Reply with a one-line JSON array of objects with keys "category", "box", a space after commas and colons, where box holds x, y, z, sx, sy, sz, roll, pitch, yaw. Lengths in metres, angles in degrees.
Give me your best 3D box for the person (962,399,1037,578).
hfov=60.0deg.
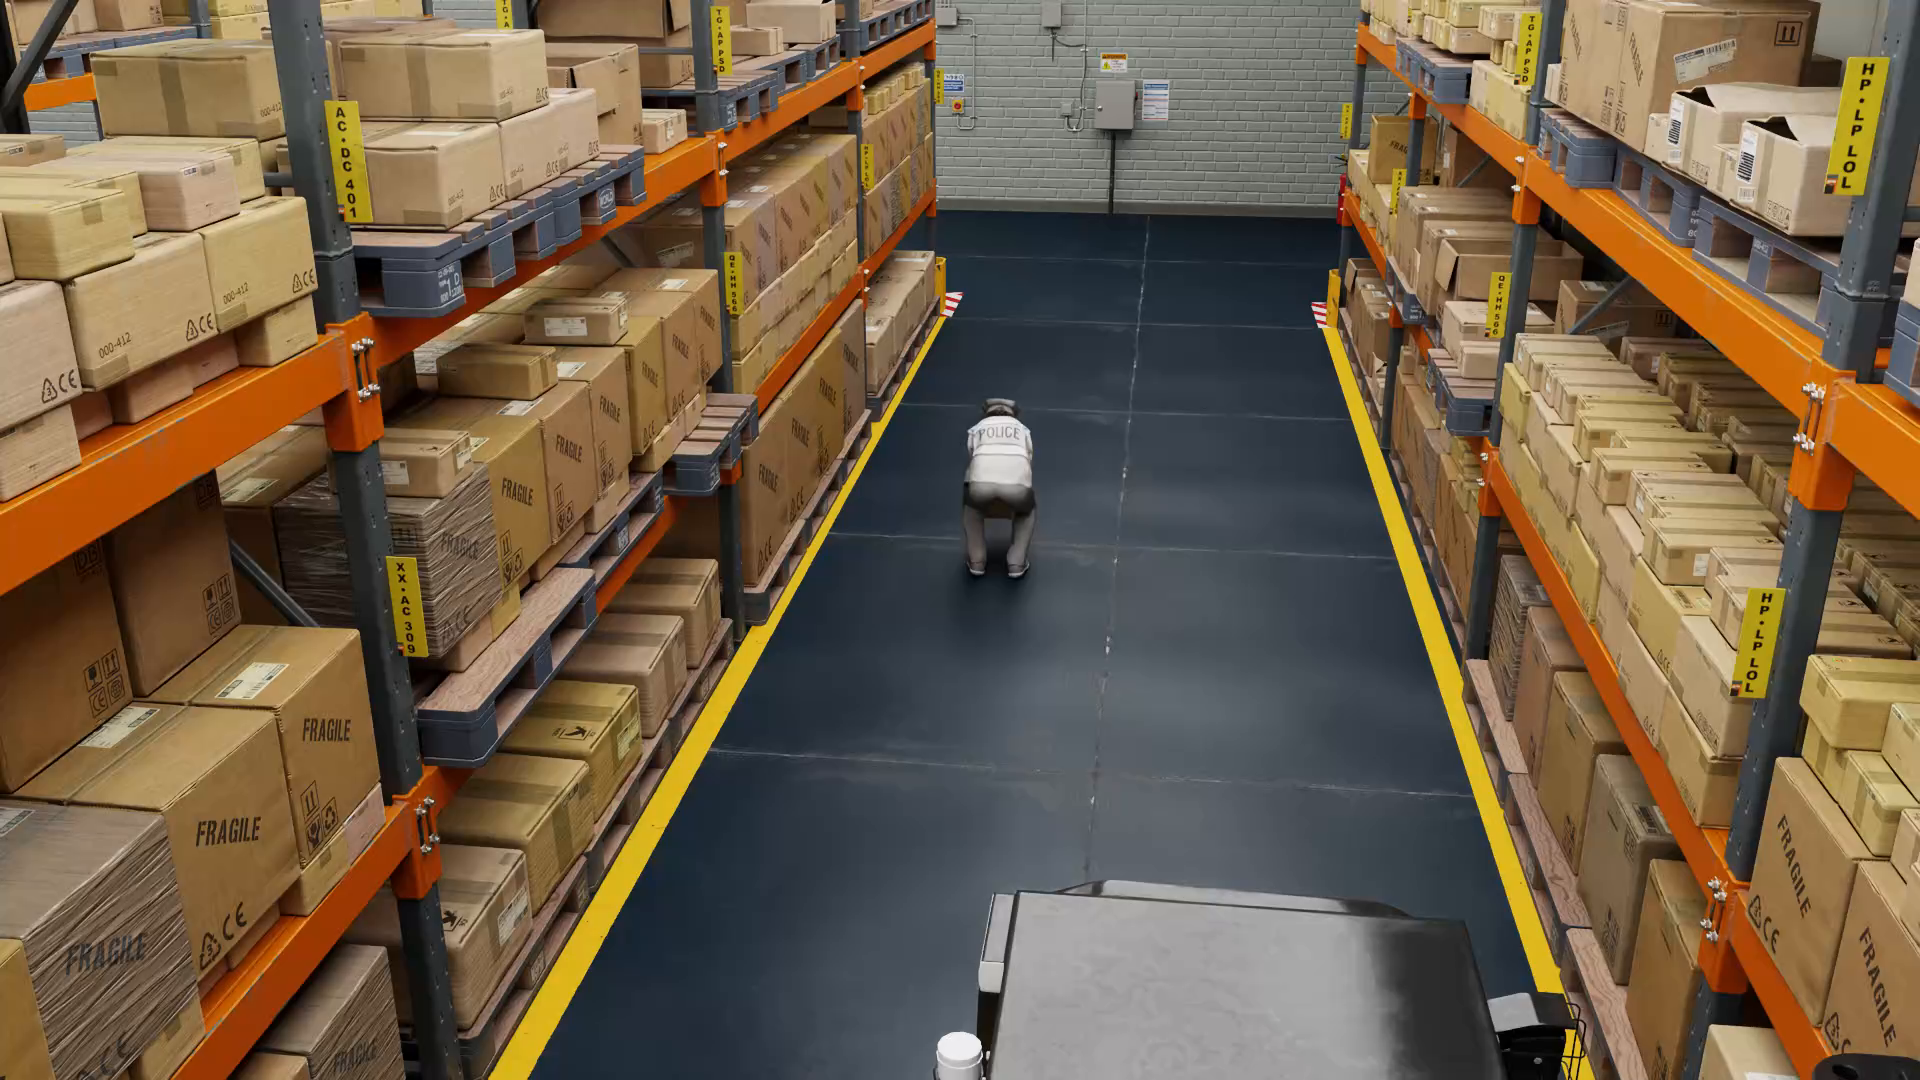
[{"category": "person", "box": [0.247, -0.326, 10.365, 0.471, 0.981, 0.921, 2, 21, 4]}]
